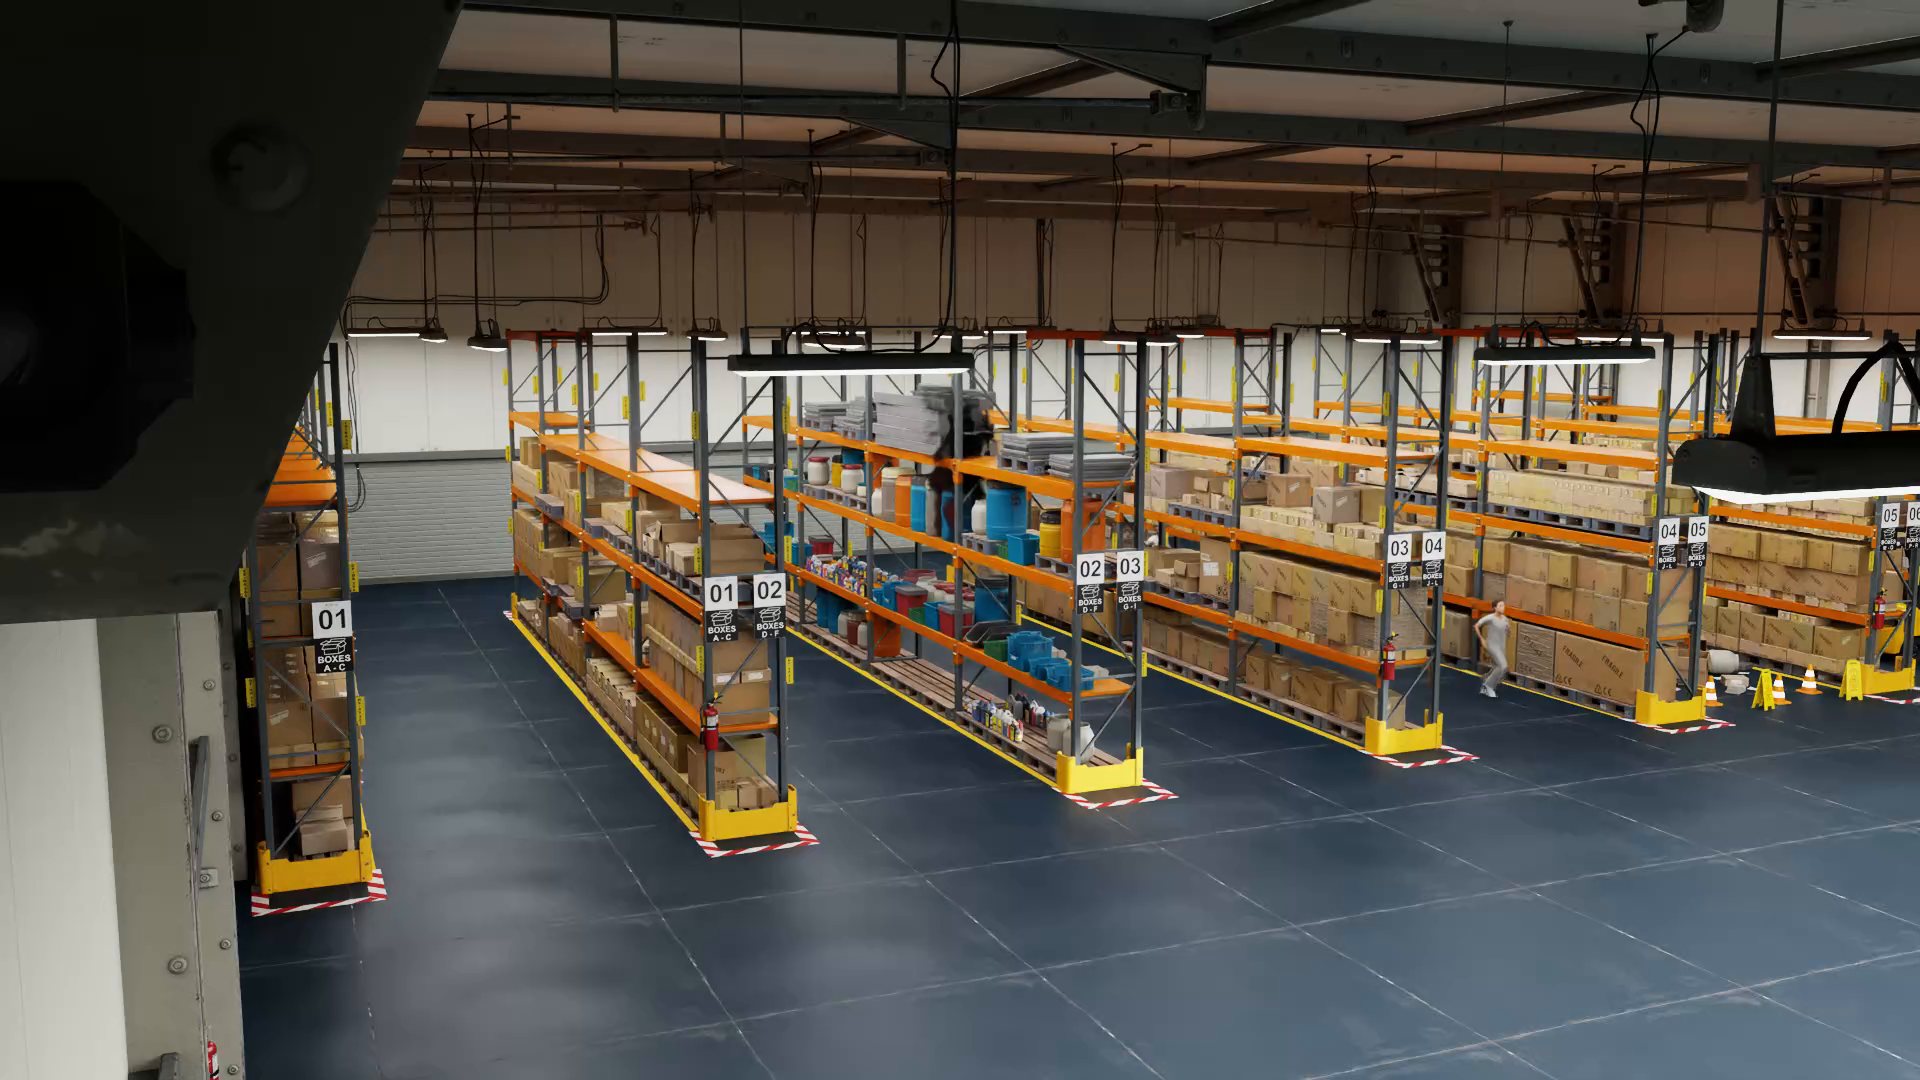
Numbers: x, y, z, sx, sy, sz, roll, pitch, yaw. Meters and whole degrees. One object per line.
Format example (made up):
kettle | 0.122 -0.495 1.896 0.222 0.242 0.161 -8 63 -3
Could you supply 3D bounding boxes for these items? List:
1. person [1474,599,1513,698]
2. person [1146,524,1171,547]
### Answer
person | 8.847 1.782 27.378 0.552 1.639 0.613 -5 9 -31
person | 4.427 0.452 37.081 0.623 1.664 0.896 -3 8 -20
